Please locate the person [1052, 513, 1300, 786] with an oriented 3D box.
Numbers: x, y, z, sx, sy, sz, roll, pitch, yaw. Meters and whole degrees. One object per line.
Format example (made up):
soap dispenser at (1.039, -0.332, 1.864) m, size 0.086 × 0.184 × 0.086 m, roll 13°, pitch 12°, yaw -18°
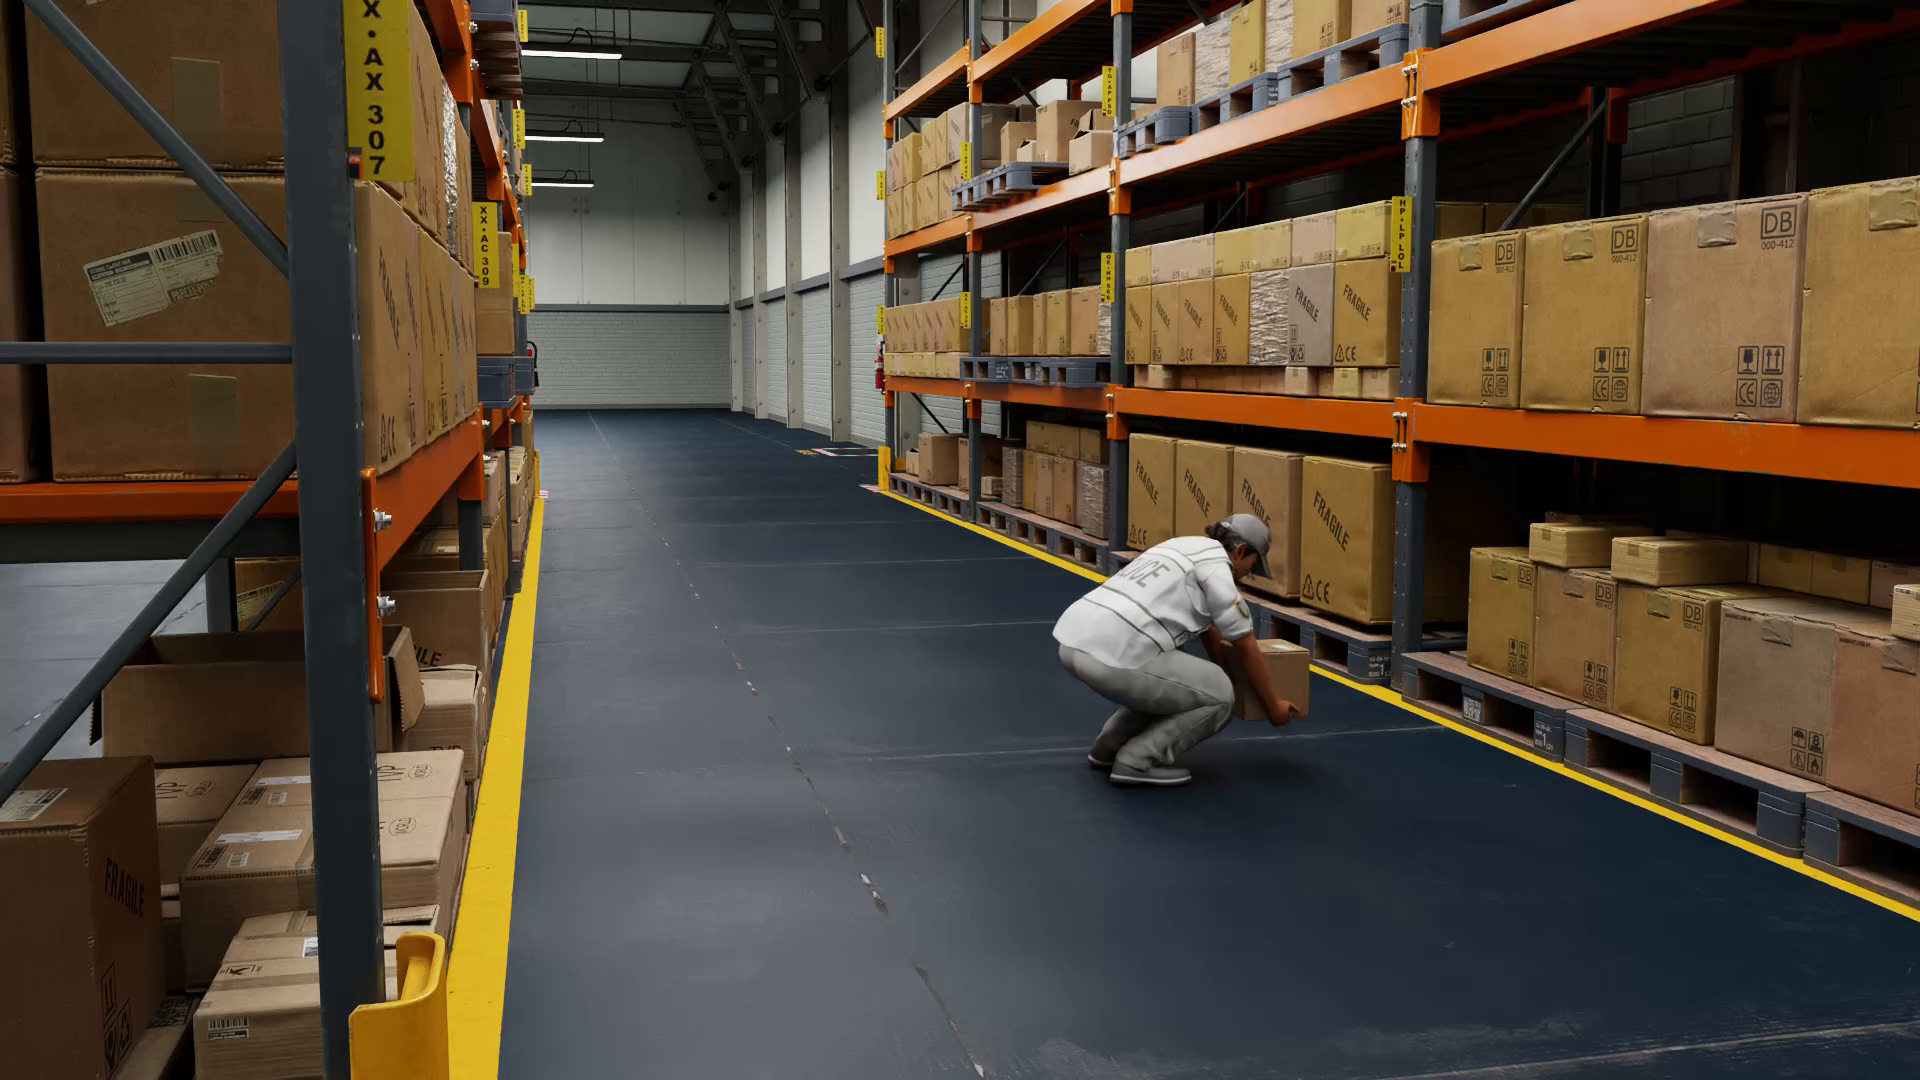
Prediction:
person at (0.789, 0.385, 6.030) m, size 0.859 × 0.947 × 0.509 m, roll -2°, pitch 6°, yaw -15°
